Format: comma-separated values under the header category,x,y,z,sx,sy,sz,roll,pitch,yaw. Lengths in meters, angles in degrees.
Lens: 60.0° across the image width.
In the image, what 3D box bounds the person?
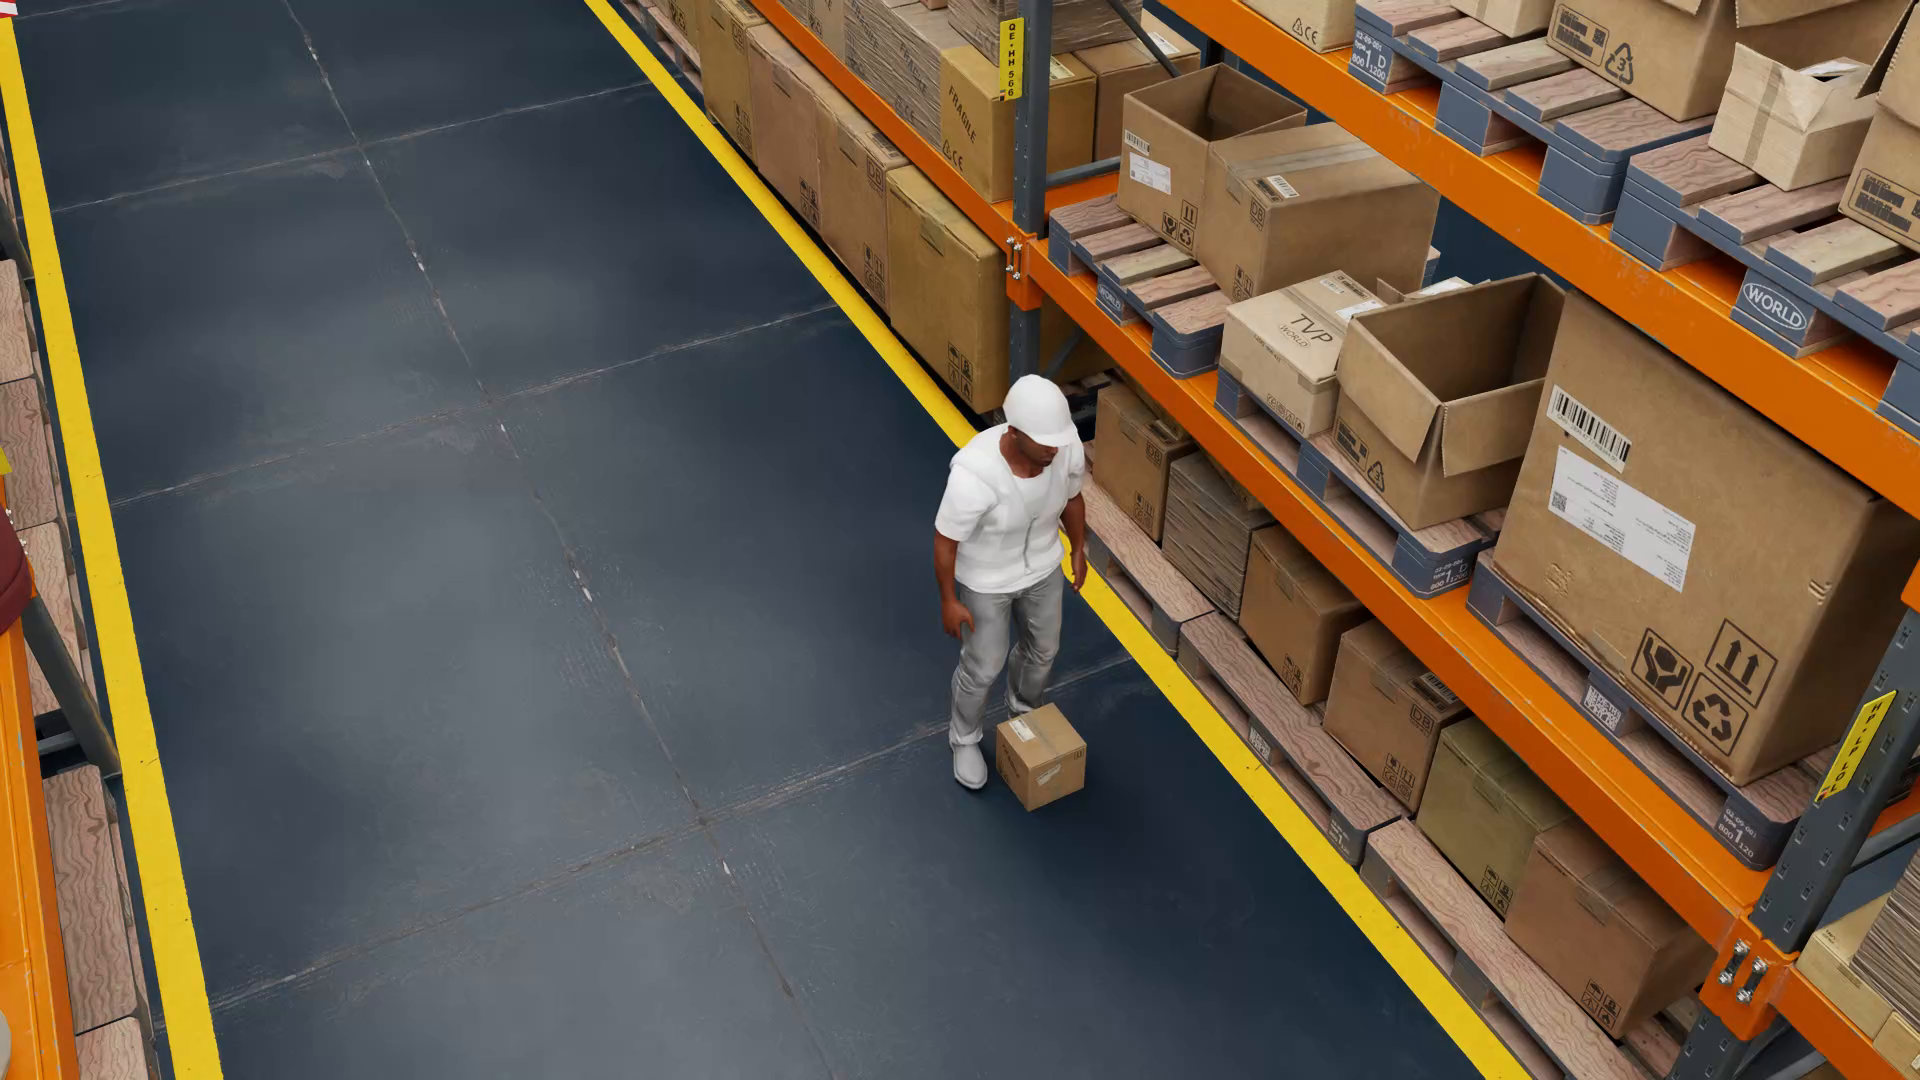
category,x,y,z,sx,sy,sz,roll,pitch,yaw
person,0.199,0.127,6.000,0.630,1.758,0.460,-21,45,-23
